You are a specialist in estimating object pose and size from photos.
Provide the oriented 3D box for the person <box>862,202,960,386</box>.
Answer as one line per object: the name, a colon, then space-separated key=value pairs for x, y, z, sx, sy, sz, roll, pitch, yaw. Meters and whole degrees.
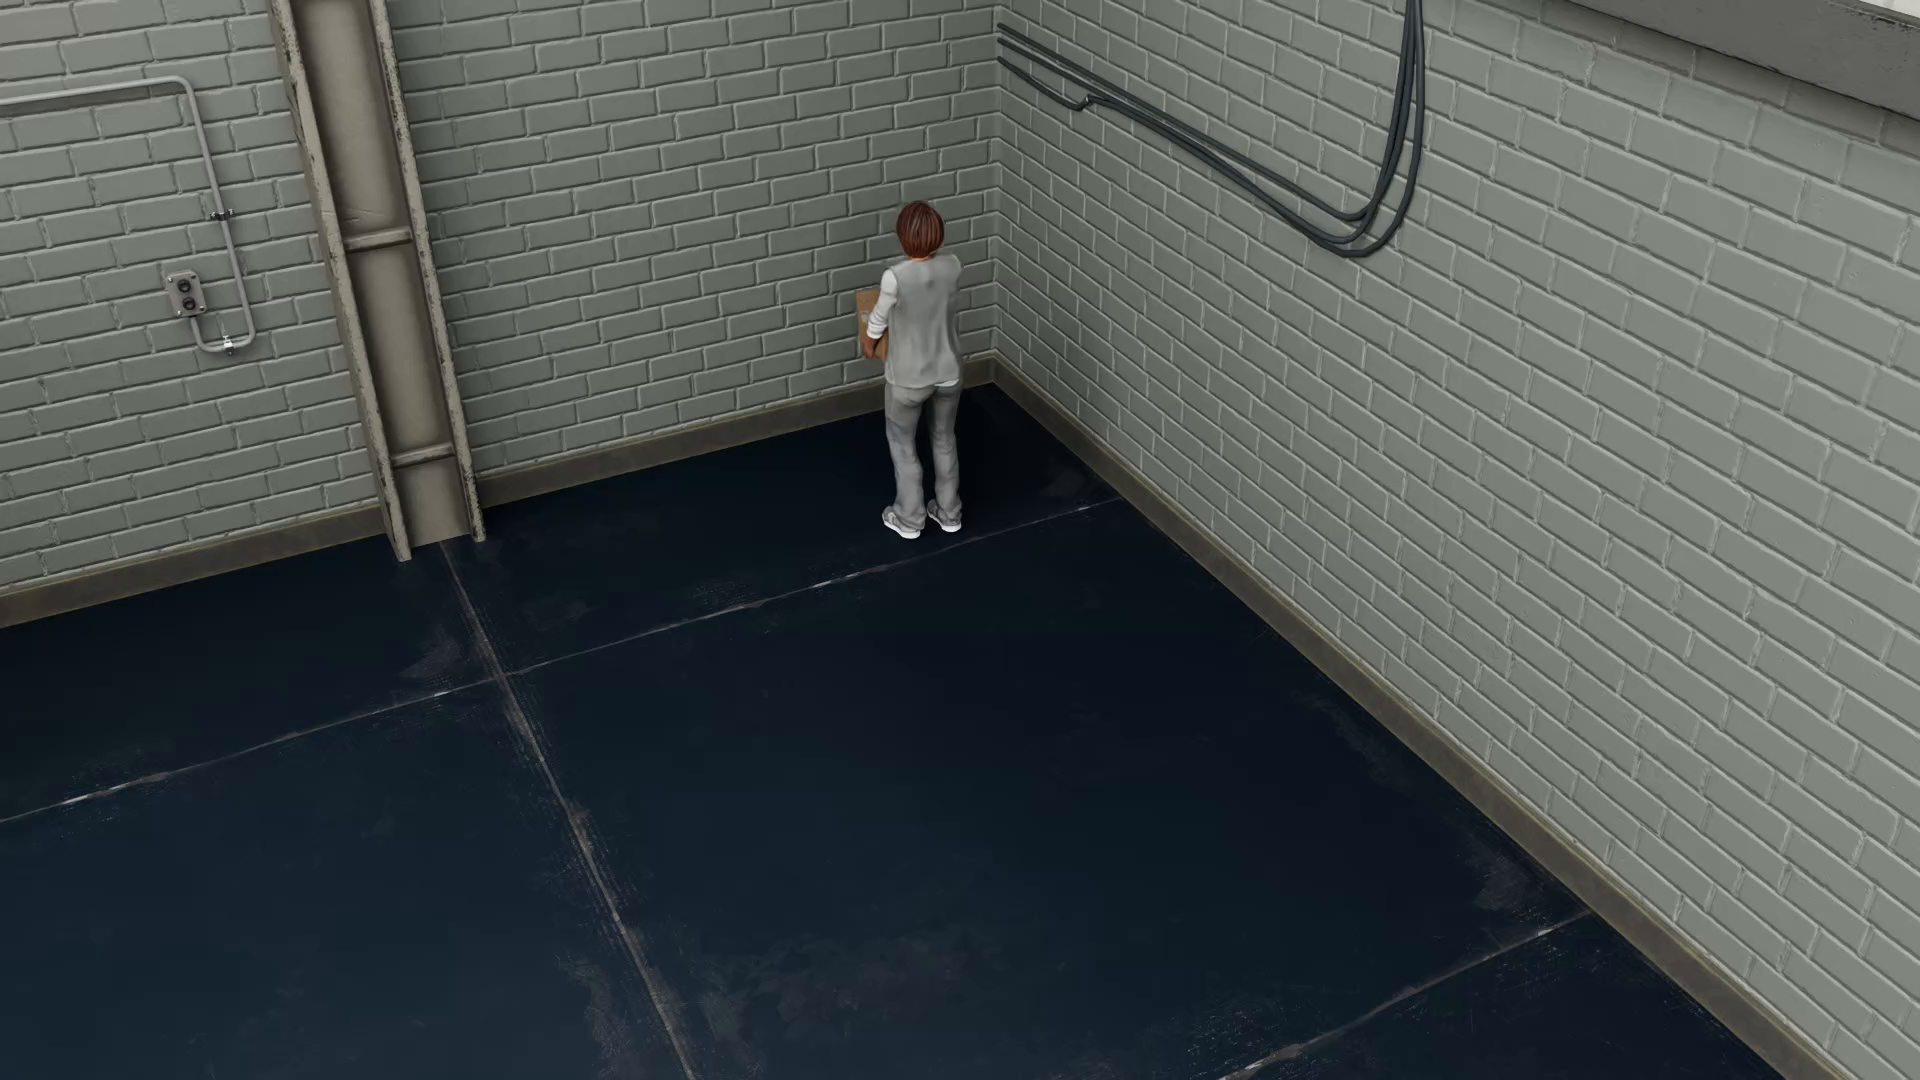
person: x=-0.206 y=-1.085 z=7.075 sx=0.375 sy=0.788 sz=0.492 roll=-17 pitch=37 yaw=-23
